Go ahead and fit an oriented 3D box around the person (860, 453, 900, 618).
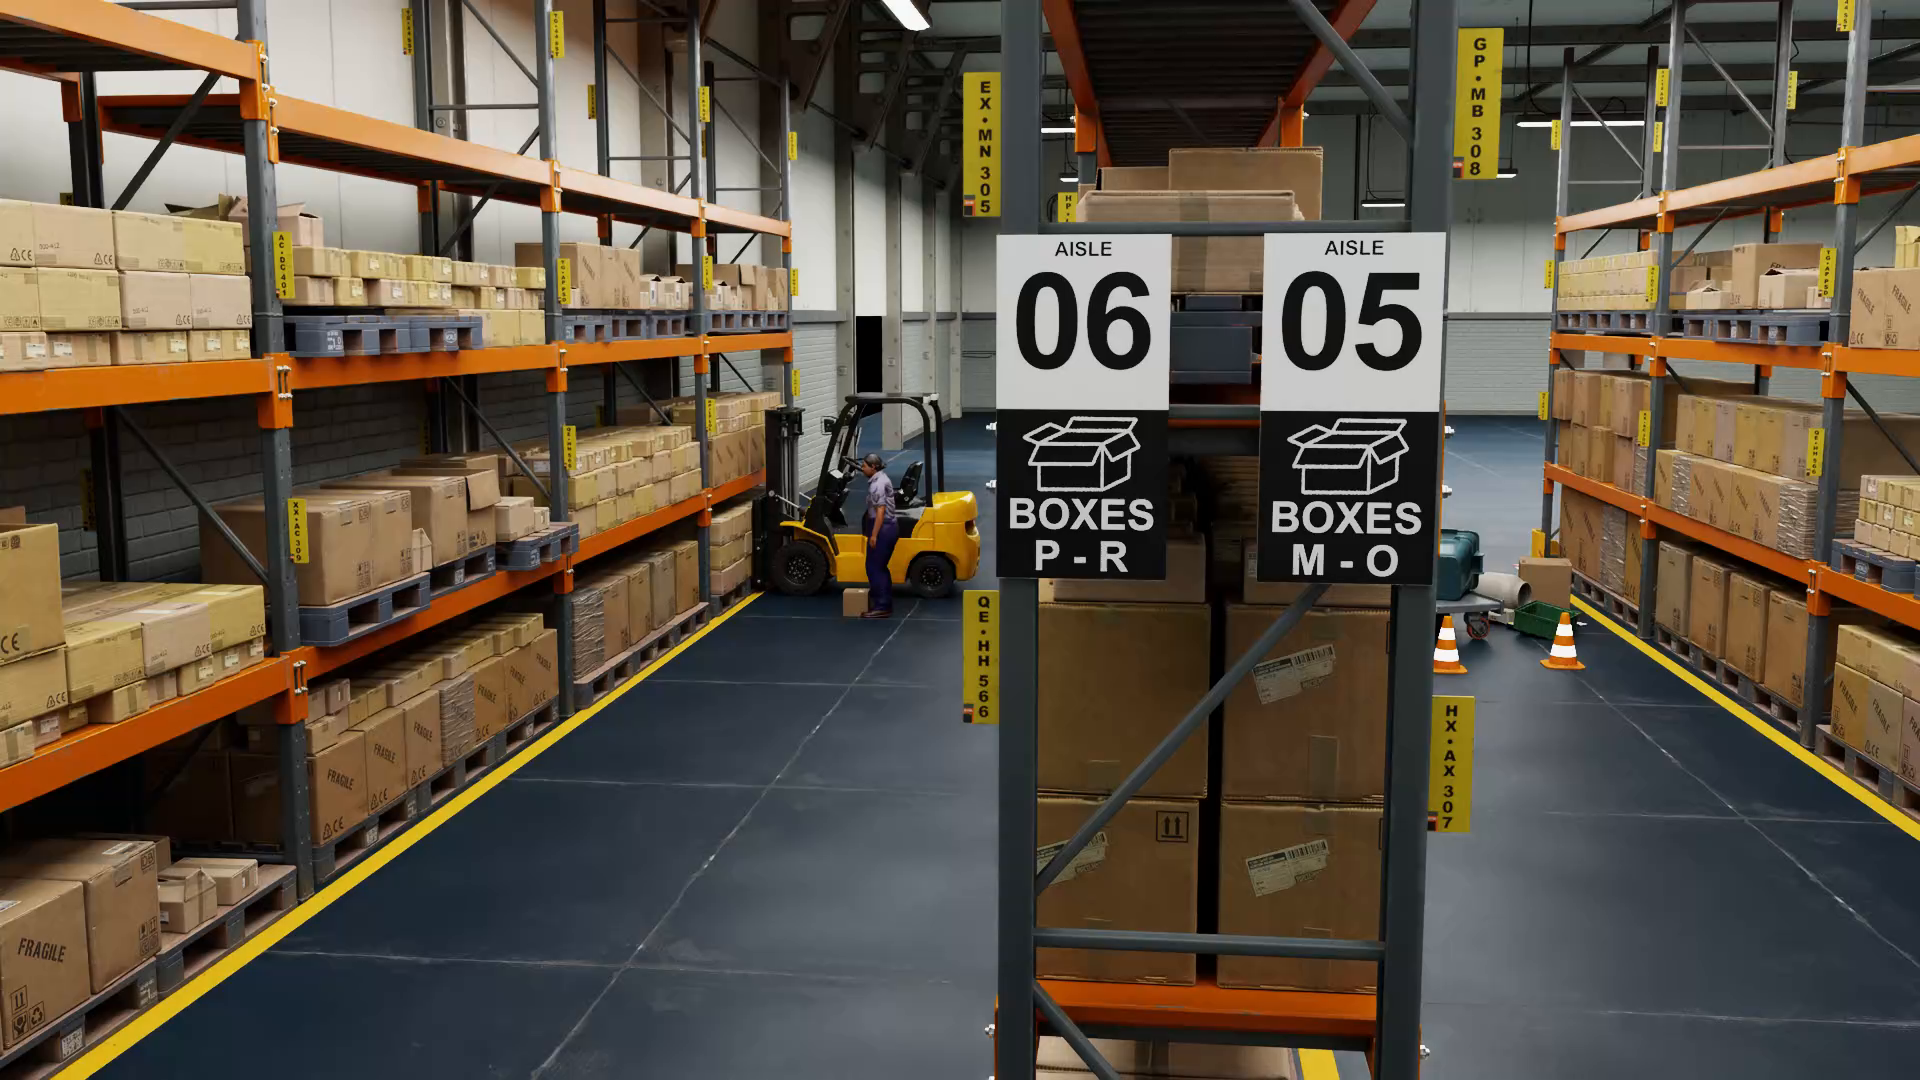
[{"bbox_3d":[-0.806,-0.058,16.756,0.372,1.651,0.537,1,8,6],"label":"person"}]
